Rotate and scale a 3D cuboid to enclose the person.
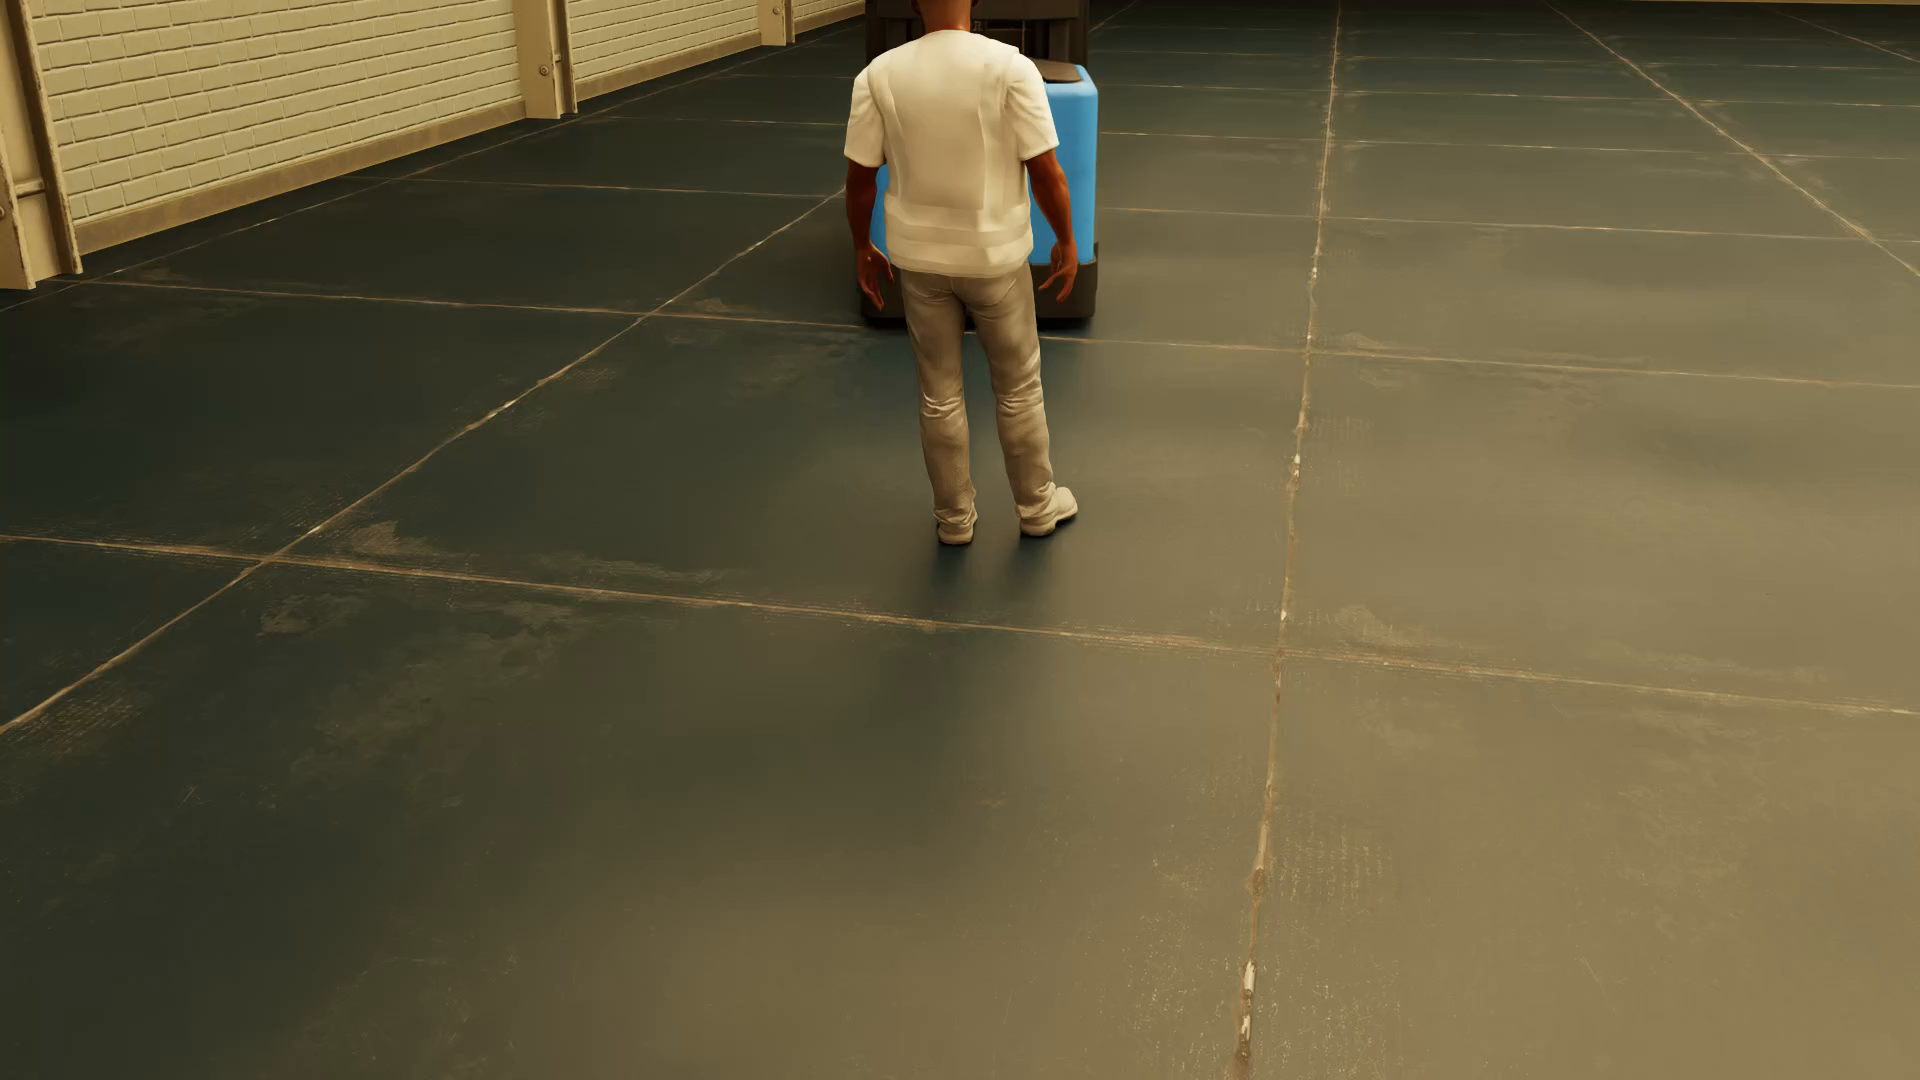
[{"bbox_3d":[0.021,-0.850,4.875,0.665,1.768,0.575,5,23,11],"label":"person"}]

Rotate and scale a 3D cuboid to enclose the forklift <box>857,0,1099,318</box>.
[{"bbox_3d":[0.082,-2.845,8.245,1.130,2.935,3.031,0,22,0],"label":"forklift"}]
